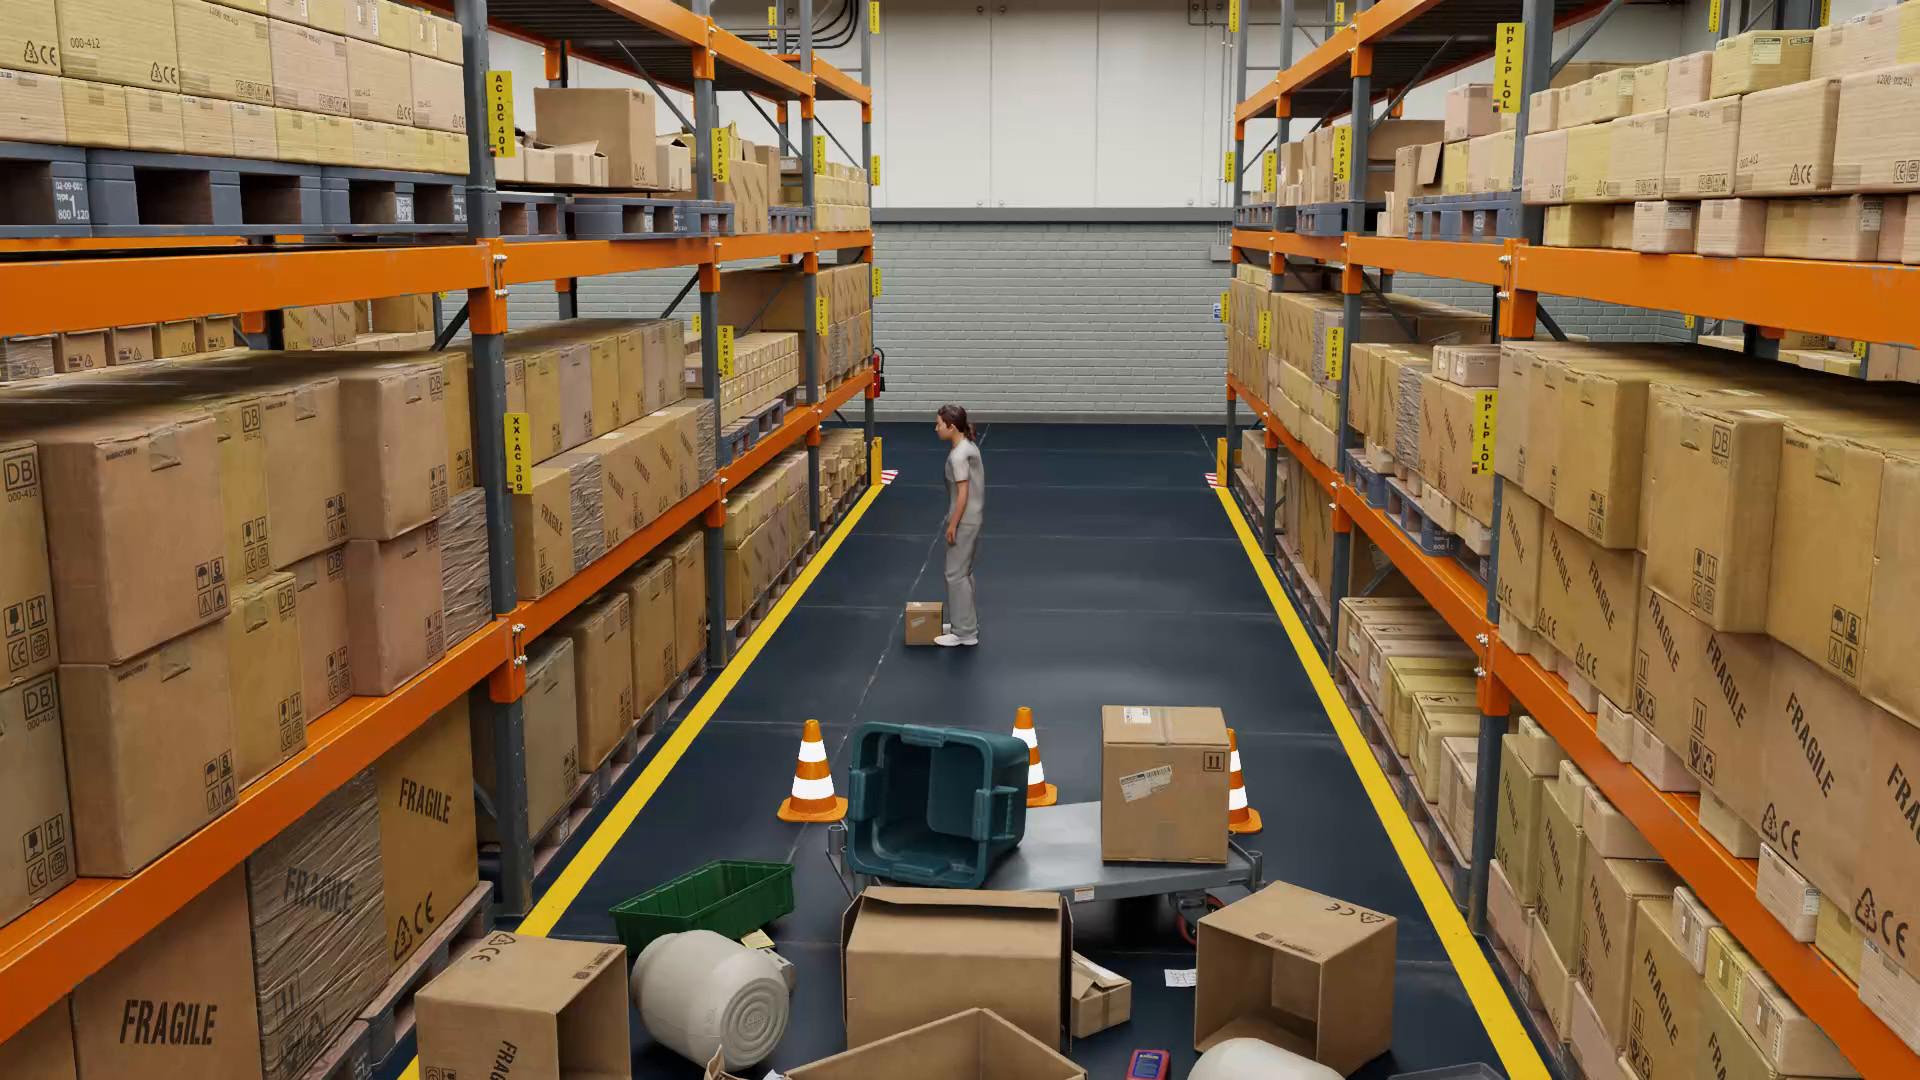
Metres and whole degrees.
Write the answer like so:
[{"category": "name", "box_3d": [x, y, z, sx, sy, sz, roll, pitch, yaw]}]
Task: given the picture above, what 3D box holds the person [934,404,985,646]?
[{"category": "person", "box_3d": [-0.004, -0.113, 11.522, 0.356, 1.673, 0.487, 1, 11, 4]}]
